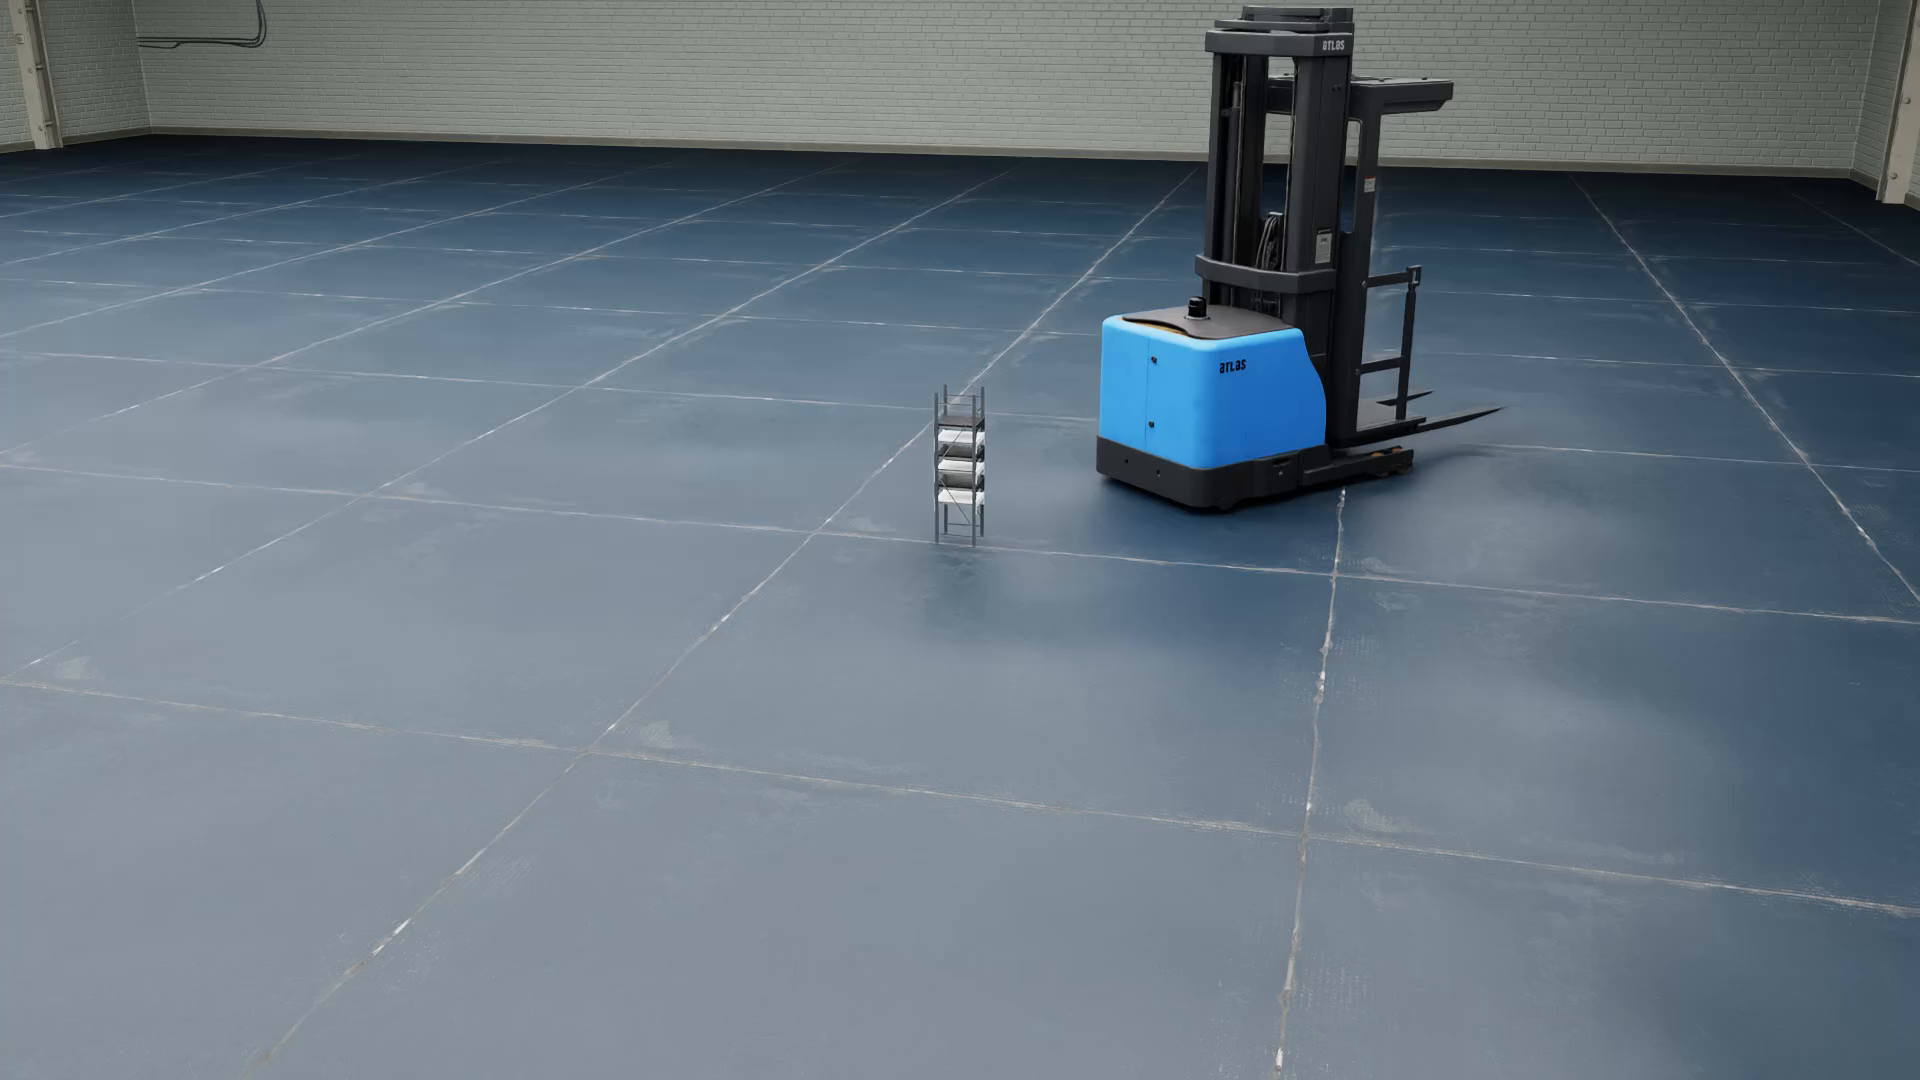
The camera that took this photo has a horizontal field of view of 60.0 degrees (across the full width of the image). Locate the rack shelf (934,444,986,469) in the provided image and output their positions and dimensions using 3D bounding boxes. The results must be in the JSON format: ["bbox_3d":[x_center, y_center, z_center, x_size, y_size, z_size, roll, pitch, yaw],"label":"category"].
[{"bbox_3d":[-0.002,-0.477,9.516,0.258,0.077,0.200,5,19,13],"label":"rack shelf"}]

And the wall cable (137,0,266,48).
[{"bbox_3d":[-15.124,-10.975,32.700,3.097,2.526,0.112,5,19,13],"label":"wall cable"}]

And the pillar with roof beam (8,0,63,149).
[{"bbox_3d":[-12.952,-11.285,28.805,9.100,9.000,0.400,5,19,13],"label":"pillar with roof beam"}]

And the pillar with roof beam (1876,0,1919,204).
[{"bbox_3d":[9.244,-9.477,23.513,9.100,9.000,0.400,5,19,13],"label":"pillar with roof beam"}]

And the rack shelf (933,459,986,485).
[{"bbox_3d":[-0.002,-0.392,9.545,0.258,0.077,0.200,5,19,13],"label":"rack shelf"}]

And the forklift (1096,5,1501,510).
[{"bbox_3d":[2.385,-1.919,10.771,3.031,2.935,1.130,-13,23,-33],"label":"forklift"}]

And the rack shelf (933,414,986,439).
[{"bbox_3d":[-0.002,-0.647,9.458,0.258,0.077,0.200,5,19,13],"label":"rack shelf"}]

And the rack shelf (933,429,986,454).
[{"bbox_3d":[-0.002,-0.562,9.487,0.258,0.077,0.200,5,19,13],"label":"rack shelf"}]

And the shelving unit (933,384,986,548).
[{"bbox_3d":[-0.002,-0.423,9.535,0.258,0.900,0.210,5,19,13],"label":"shelving unit"}]

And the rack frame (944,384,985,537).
[{"bbox_3d":[0.023,-0.455,9.628,0.240,0.900,0.006,5,19,13],"label":"rack frame"}]

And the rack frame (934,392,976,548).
[{"bbox_3d":[-0.027,-0.391,9.441,0.240,0.900,0.006,5,19,13],"label":"rack frame"}]

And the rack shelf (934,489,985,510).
[{"bbox_3d":[-0.002,-0.221,9.604,0.258,0.077,0.200,5,19,13],"label":"rack shelf"}]

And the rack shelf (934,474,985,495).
[{"bbox_3d":[-0.002,-0.307,9.575,0.258,0.077,0.200,5,19,13],"label":"rack shelf"}]
